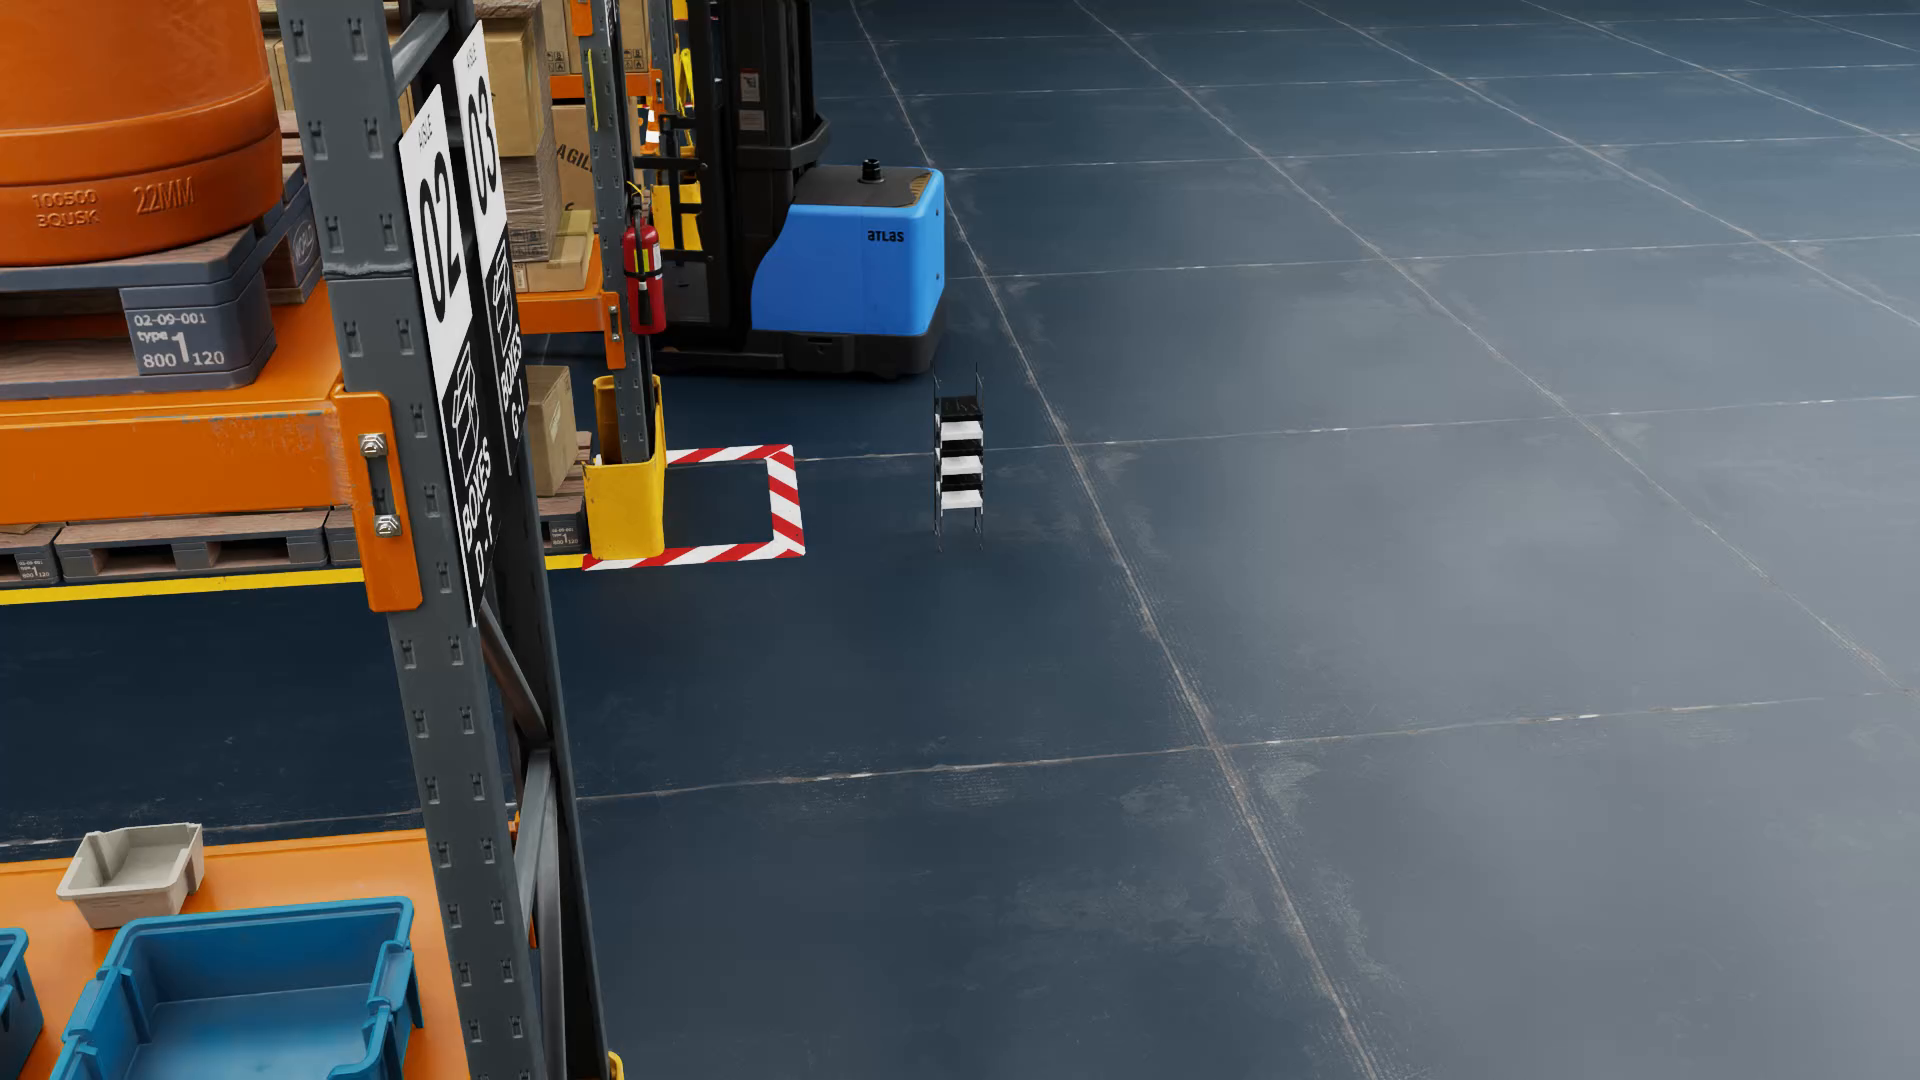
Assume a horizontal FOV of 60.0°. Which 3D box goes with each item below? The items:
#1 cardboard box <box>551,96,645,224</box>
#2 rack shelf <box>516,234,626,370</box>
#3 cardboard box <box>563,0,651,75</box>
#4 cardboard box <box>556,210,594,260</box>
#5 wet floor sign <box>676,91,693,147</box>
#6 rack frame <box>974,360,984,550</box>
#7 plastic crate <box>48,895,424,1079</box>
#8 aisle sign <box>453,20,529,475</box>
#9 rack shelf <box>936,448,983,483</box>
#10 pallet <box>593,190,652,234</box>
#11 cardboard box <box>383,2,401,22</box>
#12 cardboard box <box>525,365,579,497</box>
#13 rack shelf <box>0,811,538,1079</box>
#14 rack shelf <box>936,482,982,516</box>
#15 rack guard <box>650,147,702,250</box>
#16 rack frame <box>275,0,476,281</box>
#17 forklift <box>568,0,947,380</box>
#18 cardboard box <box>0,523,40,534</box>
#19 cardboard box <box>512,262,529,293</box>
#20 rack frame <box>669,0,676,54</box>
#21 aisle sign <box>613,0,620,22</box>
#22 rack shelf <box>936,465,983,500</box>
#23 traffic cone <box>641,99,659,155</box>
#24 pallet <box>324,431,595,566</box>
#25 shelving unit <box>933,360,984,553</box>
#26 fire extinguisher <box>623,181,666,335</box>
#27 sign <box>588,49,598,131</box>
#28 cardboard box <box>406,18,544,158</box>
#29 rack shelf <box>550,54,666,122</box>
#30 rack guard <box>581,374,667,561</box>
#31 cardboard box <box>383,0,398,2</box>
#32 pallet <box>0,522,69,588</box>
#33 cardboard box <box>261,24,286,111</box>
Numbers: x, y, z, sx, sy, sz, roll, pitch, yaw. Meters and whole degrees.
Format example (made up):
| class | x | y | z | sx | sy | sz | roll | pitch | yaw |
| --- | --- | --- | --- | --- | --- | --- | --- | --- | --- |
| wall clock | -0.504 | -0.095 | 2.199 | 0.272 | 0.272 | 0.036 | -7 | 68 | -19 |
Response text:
| class | x | y | z | sx | sy | sz | roll | pitch | yaw |
| --- | --- | --- | --- | --- | --- | --- | --- | --- | --- |
| cardboard box | -2.873 | -2.927 | 12.537 | 0.875 | 0.875 | 0.875 | -4 | 27 | -7 |
| rack shelf | -3.600 | -1.063 | 7.824 | 4.000 | 0.370 | 1.077 | -4 | 27 | -7 |
| cardboard box | -2.572 | -3.781 | 12.170 | 0.550 | 0.550 | 0.875 | -4 | 27 | -7 |
| cardboard box | -1.935 | -1.488 | 8.139 | 0.250 | 0.149 | 0.380 | -4 | 27 | -7 |
| wet floor sign | -2.458 | -3.608 | 14.575 | 0.232 | 0.644 | 0.267 | -8 | 28 | -16 |
| rack frame | 0.093 | -0.406 | 8.056 | 0.006 | 0.900 | 0.240 | -4 | 27 | -7 |
| plastic crate | -1.383 | 0.962 | 3.252 | 0.616 | 0.251 | 0.499 | -4 | 27 | -7 |
| aisle sign | -0.899 | -0.565 | 3.217 | 0.004 | 0.787 | 0.394 | -4 | 27 | -7 |
| rack shelf | -0.008 | -0.370 | 8.059 | 0.200 | 0.077 | 0.258 | -4 | 27 | -7 |
| pallet | -2.991 | -2.432 | 12.758 | 1.213 | 0.211 | 1.003 | -4 | 27 | -7 |
| cardboard box | -2.698 | -2.191 | 7.705 | 0.500 | 0.500 | 0.500 | -4 | 27 | -7 |
| cardboard box | -2.240 | -0.553 | 8.320 | 0.500 | 0.500 | 0.500 | 1 | 27 | 2 |
| rack shelf | -2.910 | 1.176 | 3.460 | 4.000 | 0.370 | 1.077 | -4 | 27 | -7 |
| rack shelf | -0.008 | -0.210 | 8.141 | 0.200 | 0.077 | 0.258 | -4 | 27 | -7 |
| rack guard | -2.187 | -2.648 | 12.863 | 0.348 | 0.500 | 1.175 | -4 | 27 | -7 |
| rack frame | -0.929 | -1.940 | 2.174 | 0.127 | 3.000 | 1.000 | -4 | 27 | -7 |
| forklift | -1.643 | -2.557 | 10.023 | 3.031 | 2.935 | 1.130 | 3 | 27 | 6 |
| cardboard box | -4.613 | -0.378 | 7.978 | 0.500 | 0.500 | 0.500 | 5 | 28 | 9 |
| cardboard box | -2.121 | -1.271 | 7.717 | 0.250 | 0.149 | 0.380 | -4 | 27 | -7 |
| rack frame | -3.000 | -5.990 | 16.638 | 0.127 | 3.000 | 1.000 | -4 | 27 | -7 |
| aisle sign | -1.600 | -2.806 | 7.586 | 0.004 | 0.787 | 0.394 | -4 | 27 | -7 |
| rack shelf | -0.008 | -0.290 | 8.100 | 0.200 | 0.077 | 0.258 | -4 | 27 | -7 |
| traffic cone | -2.755 | -3.771 | 15.092 | 0.334 | 0.463 | 0.336 | -4 | 27 | -7 |
| pallet | -2.504 | -0.229 | 8.465 | 1.213 | 0.211 | 1.003 | -4 | 27 | -7 |
| shelving unit | -0.008 | -0.400 | 8.044 | 0.210 | 0.900 | 0.258 | -4 | 27 | -7 |
| fire extinguisher | -1.442 | -1.275 | 7.533 | 0.183 | 0.674 | 0.296 | -4 | 27 | -7 |
| sign | -1.562 | -1.914 | 7.079 | 0.005 | 0.325 | 0.100 | -4 | 27 | -7 |
| cardboard box | -2.130 | -1.985 | 7.302 | 0.500 | 0.500 | 0.500 | -4 | 27 | -7 |
| rack shelf | -4.191 | -3.312 | 12.206 | 4.000 | 0.370 | 1.077 | -4 | 27 | -7 |
| rack guard | -1.695 | -0.393 | 8.469 | 0.348 | 0.500 | 1.175 | -4 | 27 | -7 |
| cardboard box | -4.204 | -3.705 | 12.021 | 0.500 | 0.550 | 0.875 | -4 | 27 | -7 |
| pallet | -4.920 | -0.074 | 8.163 | 1.213 | 0.211 | 1.003 | -4 | 27 | -7 |
| cardboard box | -3.119 | -1.920 | 7.176 | 0.500 | 0.500 | 0.500 | -4 | 27 | -7 |
